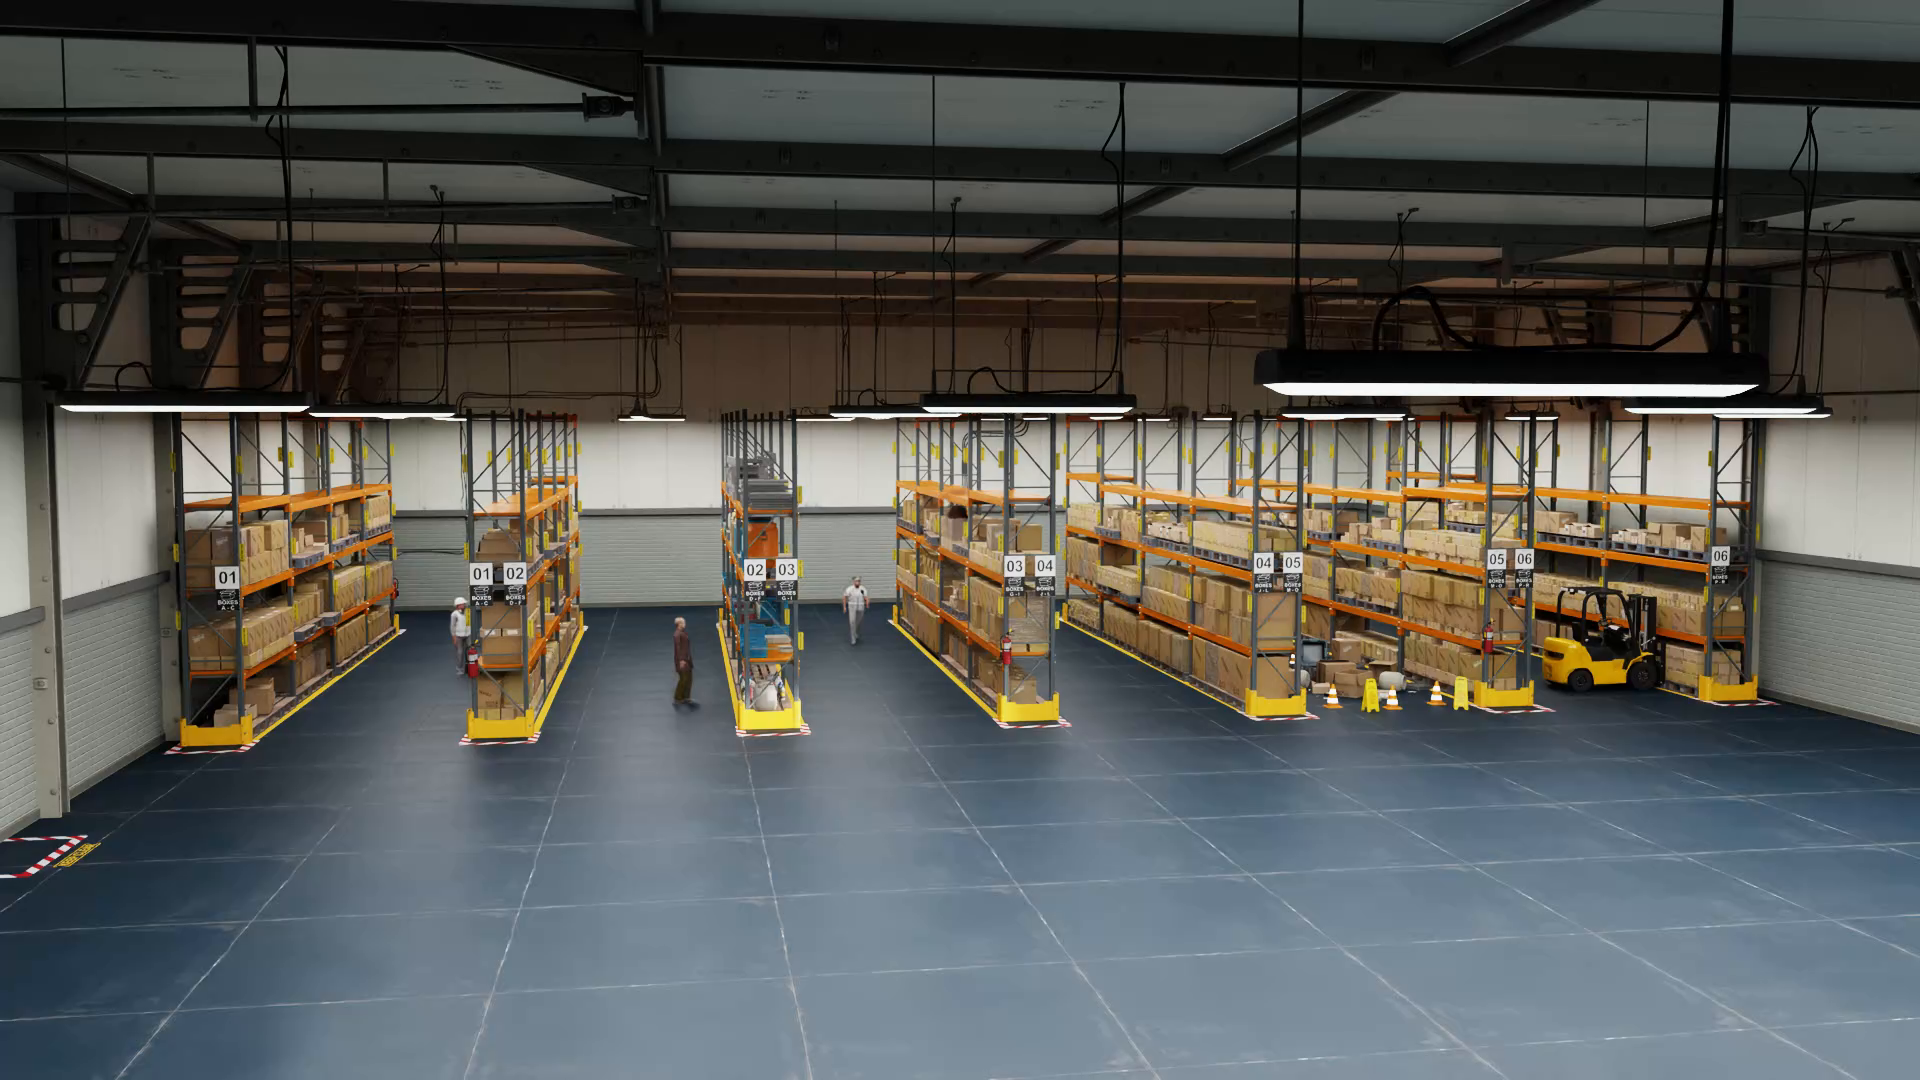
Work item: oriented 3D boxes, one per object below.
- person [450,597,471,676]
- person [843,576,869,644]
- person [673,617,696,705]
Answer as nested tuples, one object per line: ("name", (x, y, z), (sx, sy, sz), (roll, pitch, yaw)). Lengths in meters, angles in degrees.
("person", (-11.379, 2.193, 38.019), (0.571, 1.772, 0.538), (-2, 5, -31))
("person", (-2.730, 1.818, 43.765), (0.655, 1.770, 0.995), (-1, 4, -10))
("person", (-5.657, 2.509, 34.156), (0.477, 1.861, 0.632), (1, 4, 14))
